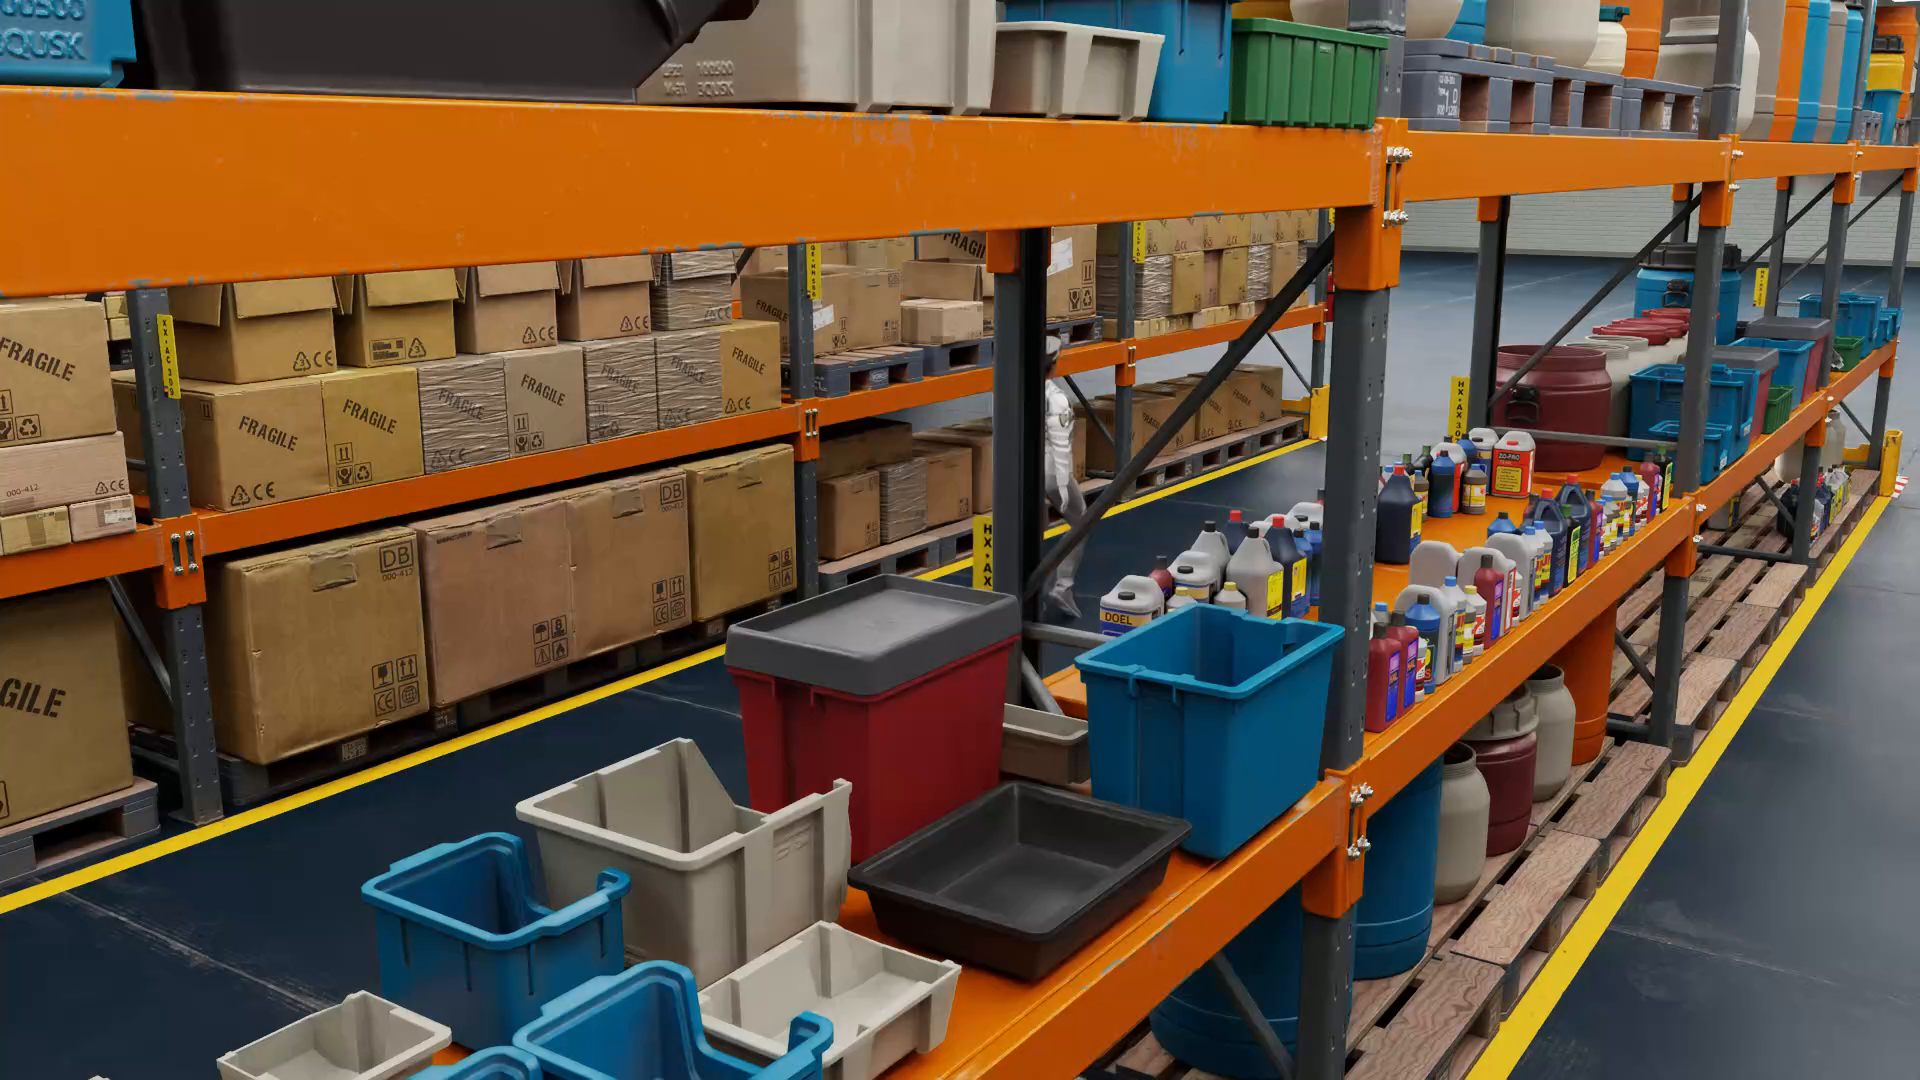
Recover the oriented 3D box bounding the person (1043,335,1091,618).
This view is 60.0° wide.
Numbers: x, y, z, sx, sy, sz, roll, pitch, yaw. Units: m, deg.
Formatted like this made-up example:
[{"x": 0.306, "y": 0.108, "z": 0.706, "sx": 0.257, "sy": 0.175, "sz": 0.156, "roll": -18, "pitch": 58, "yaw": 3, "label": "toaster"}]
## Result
[{"x": 0.507, "y": -0.351, "z": 9.945, "sx": 0.522, "sy": 1.741, "sz": 0.499, "roll": 12, "pitch": 17, "yaw": 41, "label": "person"}]
